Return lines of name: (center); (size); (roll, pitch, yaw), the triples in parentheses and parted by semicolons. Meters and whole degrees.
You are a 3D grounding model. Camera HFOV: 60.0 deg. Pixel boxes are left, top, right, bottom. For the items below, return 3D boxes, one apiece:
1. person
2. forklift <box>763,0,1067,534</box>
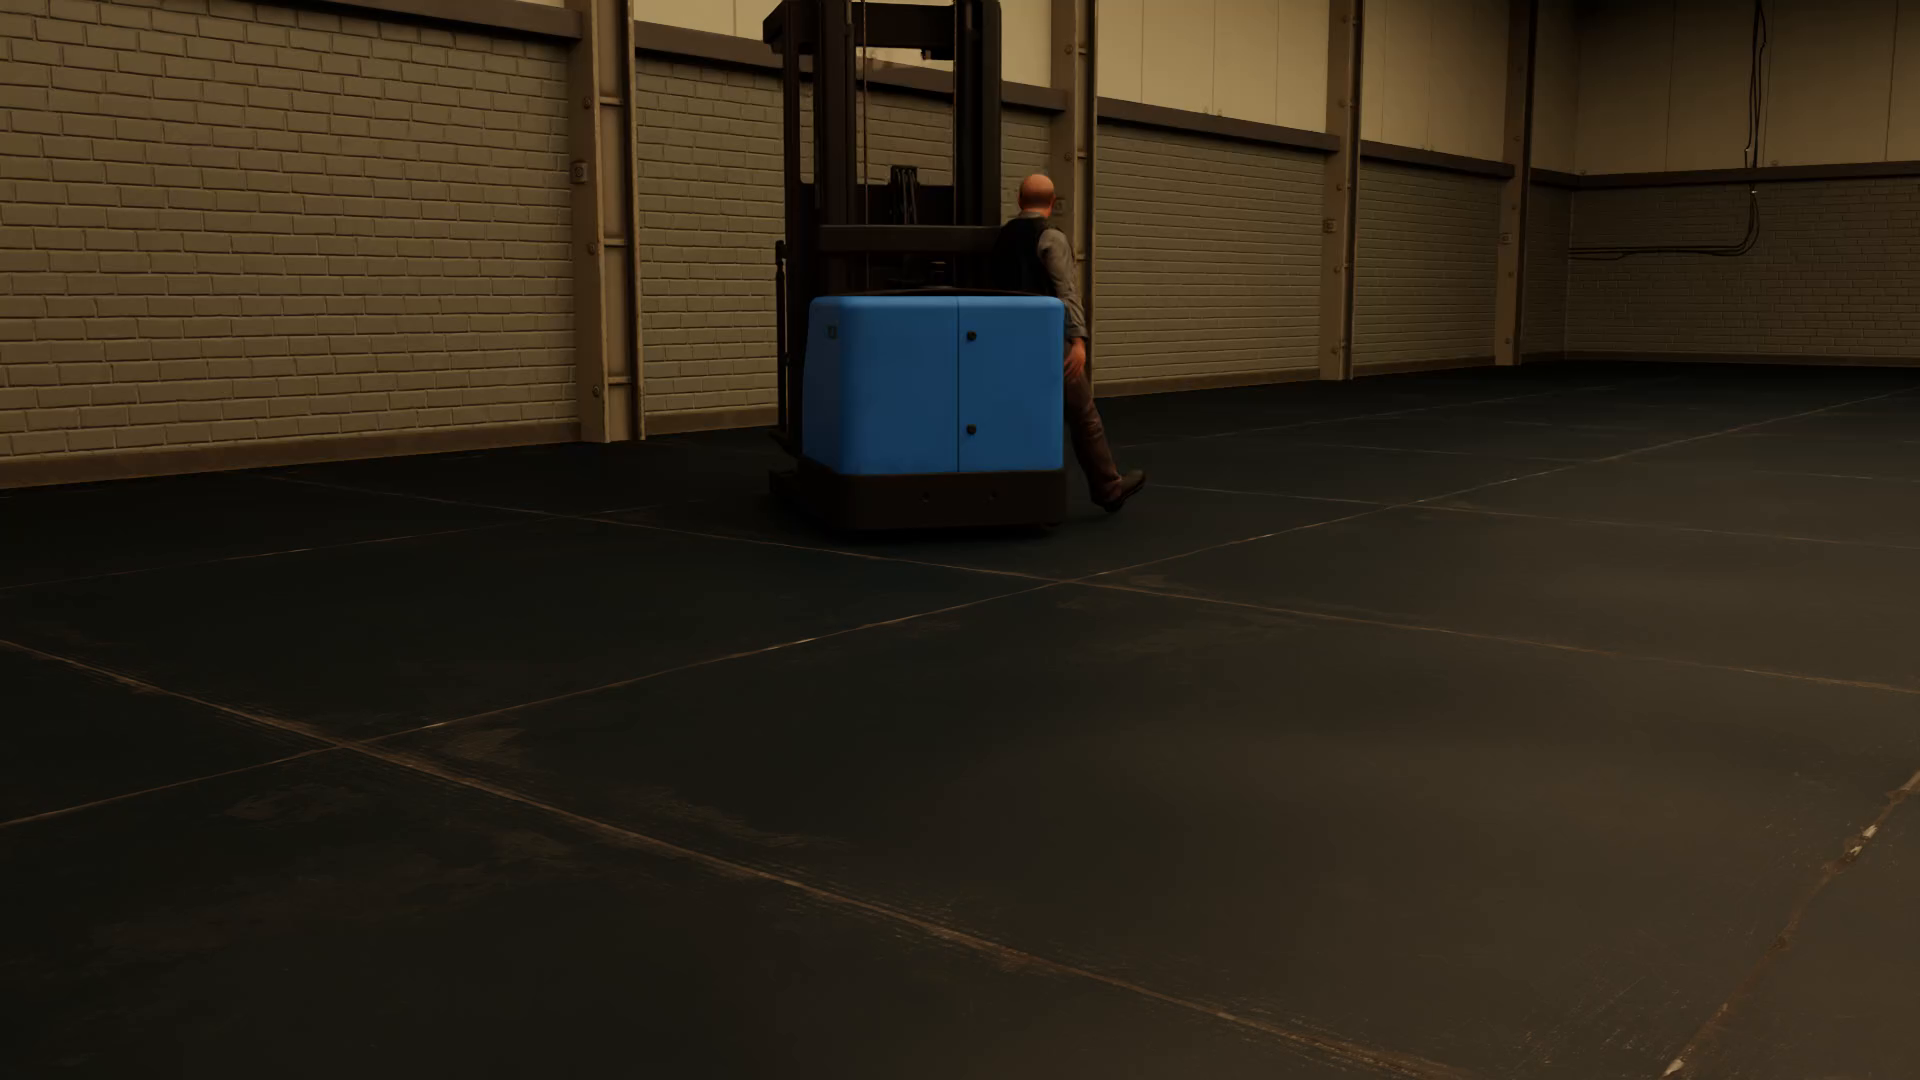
person: (0.476, -0.915, 8.061); (0.915, 1.687, 0.718); (-7, 11, -41)
forklift: (-0.396, -1.648, 8.546); (1.130, 2.935, 3.031); (-2, 9, -15)
